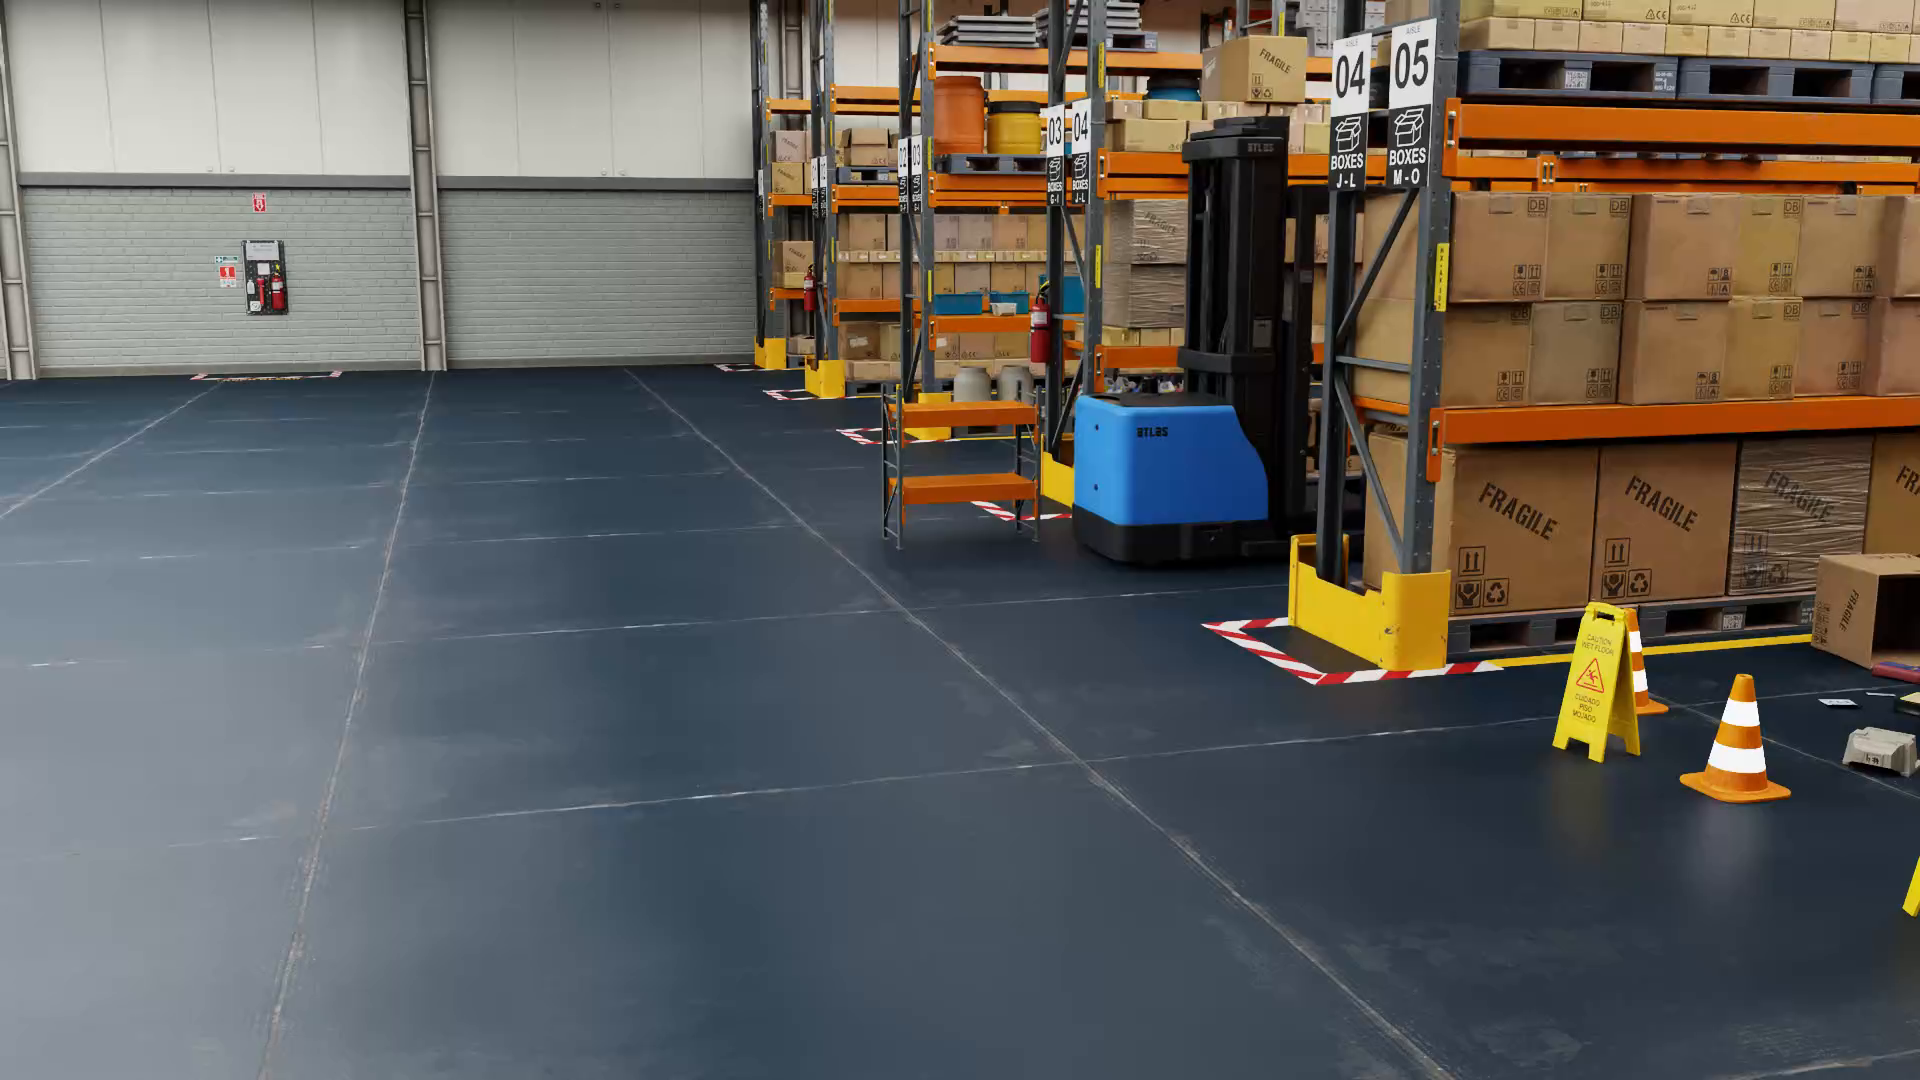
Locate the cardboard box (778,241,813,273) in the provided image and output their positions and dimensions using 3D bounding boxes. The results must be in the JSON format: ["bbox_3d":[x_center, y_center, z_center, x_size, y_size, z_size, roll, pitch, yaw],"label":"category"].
[{"bbox_3d":[-2.696,-4.644,27.274,0.500,0.500,0.500,-3,11,-16],"label":"cardboard box"}]

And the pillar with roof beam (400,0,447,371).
[{"bbox_3d":[-7.366,-6.451,22.235,0.400,9.000,9.100,-3,11,-16],"label":"pillar with roof beam"}]

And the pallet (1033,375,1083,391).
[{"bbox_3d":[1.215,-2.304,23.980,1.213,0.211,1.003,-3,11,-16],"label":"pallet"}]

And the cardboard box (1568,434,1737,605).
[{"bbox_3d":[3.681,-0.169,9.387,0.875,0.875,0.875,-3,11,-17],"label":"cardboard box"}]

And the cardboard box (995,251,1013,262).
[{"bbox_3d":[0.569,-3.962,23.214,0.250,0.149,0.380,-3,11,-14],"label":"cardboard box"}]

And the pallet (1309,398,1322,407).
[{"bbox_3d":[4.114,-1.522,19.733,1.213,0.211,1.003,-3,11,-16],"label":"pallet"}]

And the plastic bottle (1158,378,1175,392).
[{"bbox_3d":[2.339,-1.652,18.837,0.185,0.351,0.144,-3,11,-16],"label":"plastic bottle"}]

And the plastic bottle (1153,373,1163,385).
[{"bbox_3d":[2.299,-1.783,19.546,0.185,0.351,0.144,-4,11,-18],"label":"plastic bottle"}]

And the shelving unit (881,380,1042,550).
[{"bbox_3d":[0.006,-0.554,11.946,1.048,1.125,0.538,-3,11,-16],"label":"shelving unit"}]

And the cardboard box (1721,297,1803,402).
[{"bbox_3d":[4.140,-1.089,9.263,0.500,0.550,0.875,-3,11,-16],"label":"cardboard box"}]

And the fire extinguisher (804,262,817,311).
[{"bbox_3d":[-2.094,-3.543,23.220,0.183,0.674,0.296,-3,11,-16],"label":"fire extinguisher"}]

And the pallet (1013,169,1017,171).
[{"bbox_3d":[1.178,-5.093,23.384,1.213,0.211,1.003,-3,11,-16],"label":"pallet"}]

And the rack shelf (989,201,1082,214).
[{"bbox_3d":[2.522,-5.792,28.926,4.000,0.370,1.077,-3,11,-16],"label":"rack shelf"}]

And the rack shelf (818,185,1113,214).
[{"bbox_3d":[0.070,-4.729,23.150,4.000,0.370,1.077,-3,11,-16],"label":"rack shelf"}]

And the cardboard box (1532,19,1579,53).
[{"bbox_3d":[2.867,-2.498,8.306,0.250,0.149,0.380,-3,11,-15],"label":"cardboard box"}]

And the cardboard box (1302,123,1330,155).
[{"bbox_3d":[2.918,-3.243,13.510,0.500,0.250,0.500,-3,11,-14],"label":"cardboard box"}]

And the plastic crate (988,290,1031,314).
[{"bbox_3d":[0.552,-2.681,18.735,0.408,0.251,0.499,-3,11,-16],"label":"plastic crate"}]

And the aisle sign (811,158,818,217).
[{"bbox_3d":[-1.996,-4.832,22.830,0.004,0.787,0.394,-3,11,-16],"label":"aisle sign"}]

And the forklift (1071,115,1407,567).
[{"bbox_3d":[2.364,-1.384,11.471,3.031,2.935,1.130,-3,11,-14],"label":"forklift"}]

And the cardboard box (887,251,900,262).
[{"bbox_3d":[-0.921,-3.883,22.786,0.250,0.149,0.380,-3,11,-16],"label":"cardboard box"}]

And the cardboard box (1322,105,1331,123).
[{"bbox_3d":[2.977,-3.451,13.537,0.250,0.149,0.380,-3,11,-18],"label":"cardboard box"}]

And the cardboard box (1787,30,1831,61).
[{"bbox_3d":[4.319,-2.575,8.721,0.250,0.149,0.380,-3,11,-16],"label":"cardboard box"}]

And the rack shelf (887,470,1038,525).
[{"bbox_3d":[0.006,-0.313,11.991,1.000,0.278,0.538,-3,11,-16],"label":"rack shelf"}]

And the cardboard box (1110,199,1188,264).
[{"bbox_3d":[1.519,-2.451,13.219,0.500,0.500,0.500,-3,11,-16],"label":"cardboard box"}]

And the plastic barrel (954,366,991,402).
[{"bbox_3d":[0.141,-1.674,18.569,0.421,0.512,0.421,0,10,0],"label":"plastic barrel"}]

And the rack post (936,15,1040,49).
[{"bbox_3d":[0.292,-5.366,17.718,0.954,0.300,0.937,-2,11,-10],"label":"rack post"}]

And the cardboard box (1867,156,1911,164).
[{"bbox_3d":[8.208,-3.523,15.030,0.500,0.250,0.500,-3,11,-16],"label":"cardboard box"}]

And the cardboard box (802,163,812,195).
[{"bbox_3d":[-2.322,-5.896,27.171,0.500,0.500,0.500,-2,11,-12],"label":"cardboard box"}]

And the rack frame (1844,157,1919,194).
[{"bbox_3d":[8.596,-2.189,15.650,0.127,3.000,1.000,-3,11,-16],"label":"rack frame"}]

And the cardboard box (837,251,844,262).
[{"bbox_3d":[-1.537,-3.927,23.024,0.250,0.149,0.380,-3,11,-17],"label":"cardboard box"}]

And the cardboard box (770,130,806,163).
[{"bbox_3d":[-2.801,-6.370,26.987,0.500,0.500,0.500,-4,11,-20],"label":"cardboard box"}]

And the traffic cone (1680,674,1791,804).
[{"bbox_3d":[3.100,0.765,6.614,0.334,0.463,0.336,-3,11,-16],"label":"traffic cone"}]

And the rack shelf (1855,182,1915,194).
[{"bbox_3d":[10.516,-3.411,15.994,4.000,0.370,1.077,-3,11,-16],"label":"rack shelf"}]

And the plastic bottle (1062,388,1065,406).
[{"bbox_3d":[1.171,-1.654,19.261,0.097,0.201,0.097,0,10,0],"label":"plastic bottle"}]

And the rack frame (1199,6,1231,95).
[{"bbox_3d":[4.443,-7.722,29.139,0.127,3.000,1.000,-3,11,-16],"label":"rack frame"}]

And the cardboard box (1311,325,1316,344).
[{"bbox_3d":[2.722,-1.692,13.648,0.250,0.149,0.380,-3,11,-16],"label":"cardboard box"}]

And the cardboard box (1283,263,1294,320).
[{"bbox_3d":[2.389,-2.066,13.888,0.500,0.500,0.875,-3,11,-16],"label":"cardboard box"}]

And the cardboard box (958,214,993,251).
[{"bbox_3d":[0.120,-4.296,23.238,0.500,0.500,0.700,-3,11,-16],"label":"cardboard box"}]

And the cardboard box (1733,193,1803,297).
[{"bbox_3d":[4.122,-1.631,9.226,0.500,0.550,0.875,-3,11,-16],"label":"cardboard box"}]

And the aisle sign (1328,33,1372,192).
[{"bbox_3d":[2.052,-2.244,8.768,0.004,0.787,0.394,-3,11,-16],"label":"aisle sign"}]

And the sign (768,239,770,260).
[{"bbox_3d":[-3.087,-4.698,26.893,0.005,0.325,0.100,-3,11,-16],"label":"sign"}]

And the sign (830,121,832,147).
[{"bbox_3d":[-1.701,-5.353,21.923,0.005,0.325,0.100,-3,11,-16],"label":"sign"}]

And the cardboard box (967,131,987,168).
[{"bbox_3d":[0.374,-5.448,23.241,0.637,0.503,0.797,-2,11,-10],"label":"cardboard box"}]

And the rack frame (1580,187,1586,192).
[{"bbox_3d":[7.212,-3.050,20.327,0.127,3.000,1.000,-3,11,-16],"label":"rack frame"}]

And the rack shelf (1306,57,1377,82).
[{"bbox_3d":[5.291,-5.348,19.336,4.000,0.370,1.077,-3,11,-16],"label":"rack shelf"}]

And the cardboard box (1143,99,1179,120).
[{"bbox_3d":[1.520,-3.351,12.994,0.250,0.149,0.380,-3,11,-15],"label":"cardboard box"}]

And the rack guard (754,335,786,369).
[{"bbox_3d":[-3.166,-3.142,27.730,0.348,0.500,1.175,-3,11,-16],"label":"rack guard"}]

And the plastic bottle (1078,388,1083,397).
[{"bbox_3d":[1.358,-1.557,18.540,0.097,0.271,0.097,0,10,0],"label":"plastic bottle"}]

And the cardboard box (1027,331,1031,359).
[{"bbox_3d":[1.123,-2.847,23.589,0.500,0.500,0.500,-3,11,-16],"label":"cardboard box"}]

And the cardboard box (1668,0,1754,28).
[{"bbox_3d":[3.711,-2.751,8.578,0.500,0.250,0.500,-3,11,-16],"label":"cardboard box"}]

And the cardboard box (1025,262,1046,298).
[{"bbox_3d":[1.061,-3.706,23.618,0.500,0.500,0.700,-3,11,-17],"label":"cardboard box"}]

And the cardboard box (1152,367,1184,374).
[{"bbox_3d":[2.938,-2.566,24.133,0.500,0.250,0.500,-3,11,-15],"label":"cardboard box"}]

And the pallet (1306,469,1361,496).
[{"bbox_3d":[2.947,-0.512,14.246,1.213,0.211,1.003,-3,11,-16],"label":"pallet"}]

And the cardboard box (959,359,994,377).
[{"bbox_3d":[0.167,-2.424,23.366,0.500,0.250,0.500,-3,11,-16],"label":"cardboard box"}]
